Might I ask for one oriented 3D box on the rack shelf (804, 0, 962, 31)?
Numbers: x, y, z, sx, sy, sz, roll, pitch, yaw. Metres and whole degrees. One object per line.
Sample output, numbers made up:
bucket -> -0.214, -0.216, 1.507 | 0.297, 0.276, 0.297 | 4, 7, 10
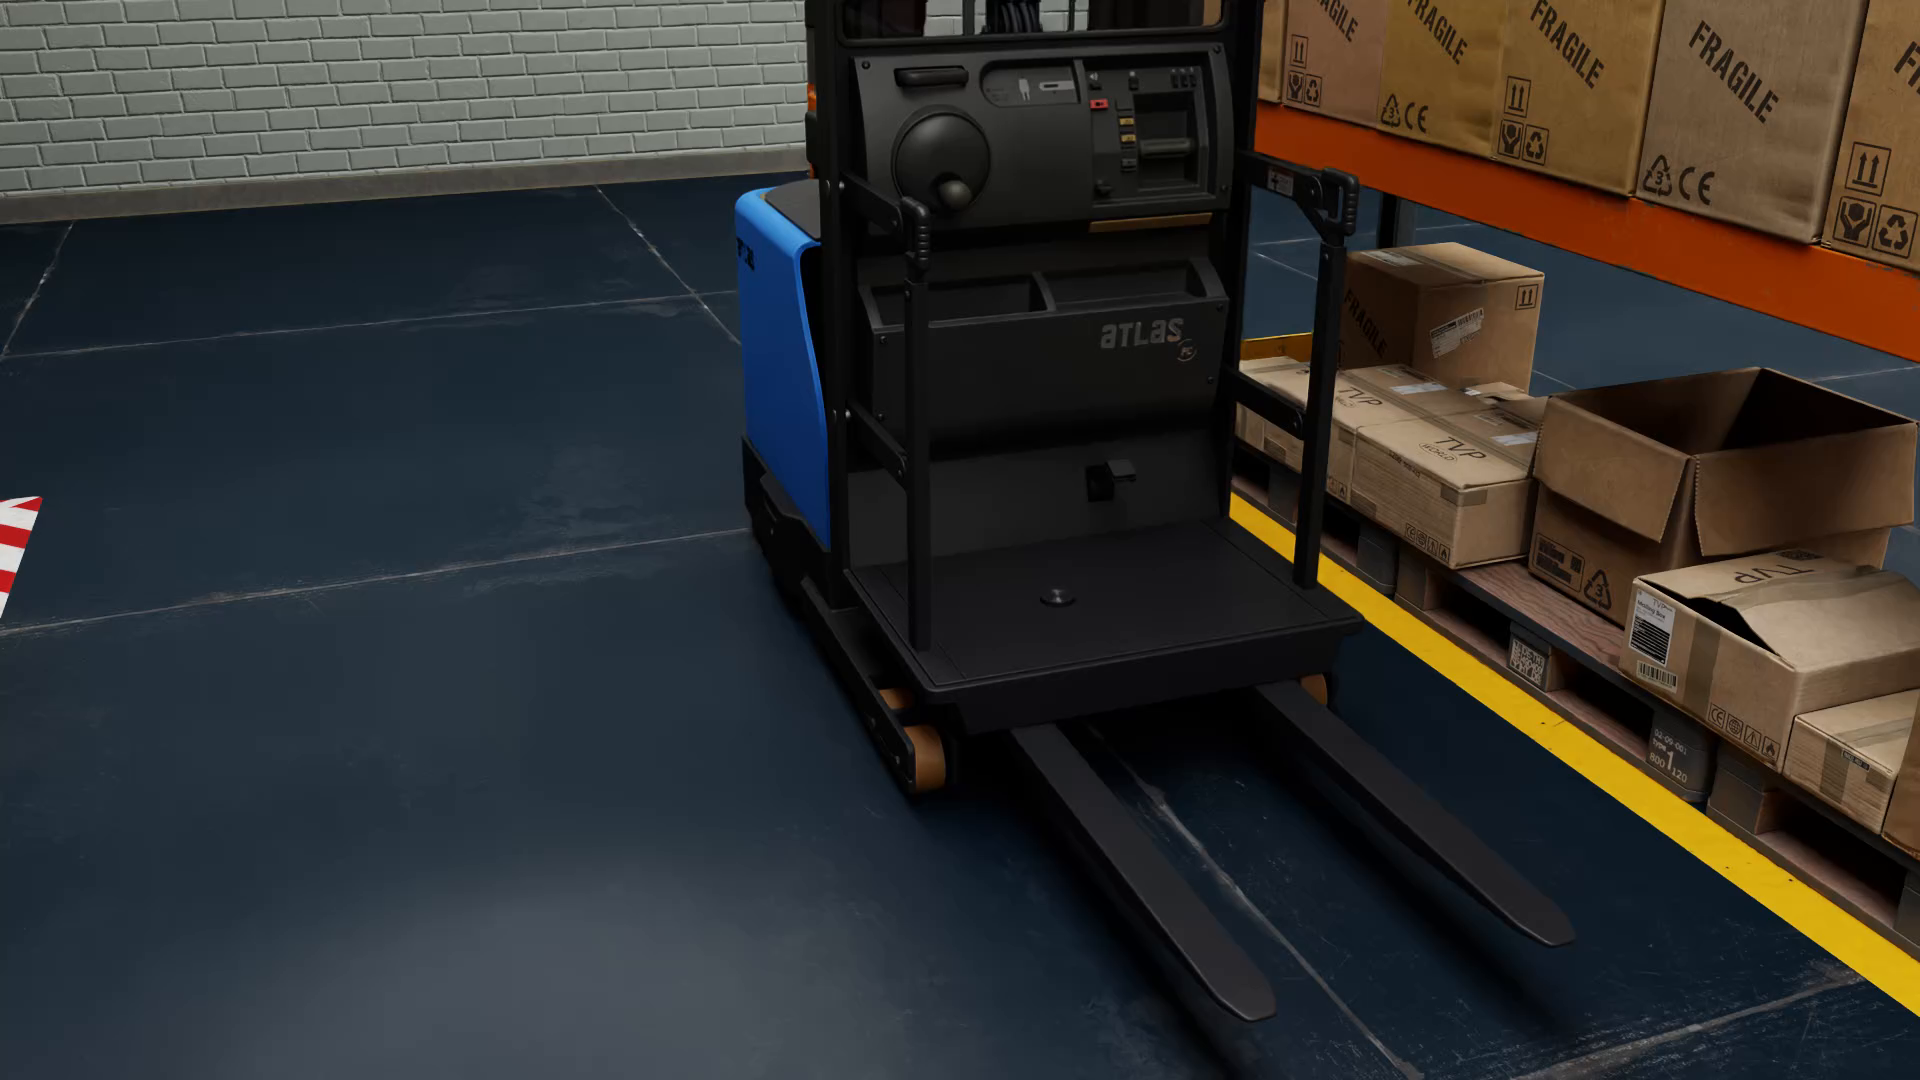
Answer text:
rack shelf -> -0.230, -1.850, 5.168 | 0.431, 0.518, 0.480 | -8, 24, -18

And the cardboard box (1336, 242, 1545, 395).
cardboard box -> 1.613, -0.707, 5.717 | 0.500, 0.500, 0.500 | -8, 24, -19

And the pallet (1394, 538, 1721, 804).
pallet -> 1.927, 0.225, 4.445 | 1.003, 0.211, 1.213 | -8, 24, -19

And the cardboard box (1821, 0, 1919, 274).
cardboard box -> 2.003, -0.746, 3.030 | 0.500, 0.500, 0.500 | -8, 24, -17

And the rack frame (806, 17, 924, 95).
rack frame -> -0.312, -1.306, 5.646 | 0.400, 2.100, 0.015 | -8, 24, -18

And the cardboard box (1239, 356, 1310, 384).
cardboard box -> 1.017, -0.510, 5.701 | 0.380, 0.149, 0.250 | -8, 24, -19

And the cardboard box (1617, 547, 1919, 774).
cardboard box -> 1.872, 0.229, 3.740 | 0.500, 0.311, 0.500 | -8, 24, -19

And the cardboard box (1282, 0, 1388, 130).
cardboard box -> 1.288, -1.482, 4.775 | 0.500, 0.500, 0.500 | -9, 24, -20

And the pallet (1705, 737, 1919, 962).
pallet -> 2.362, 0.669, 3.392 | 1.003, 0.211, 1.213 | -8, 24, -19

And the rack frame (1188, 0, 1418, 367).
rack frame -> 1.190, -1.820, 5.706 | 1.000, 3.000, 0.127 | -8, 24, -19

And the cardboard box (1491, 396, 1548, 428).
cardboard box -> 1.920, -0.243, 4.937 | 0.500, 0.250, 0.500 | -8, 24, -19

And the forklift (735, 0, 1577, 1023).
forklift -> 0.285, -0.940, 3.706 | 1.130, 2.935, 3.031 | -8, 24, -18

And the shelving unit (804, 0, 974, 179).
shelving unit -> -0.230, -1.217, 5.434 | 0.431, 2.100, 0.503 | -8, 24, -18

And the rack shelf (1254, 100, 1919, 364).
rack shelf -> 1.897, -0.762, 4.122 | 1.077, 0.370, 4.000 | -8, 24, -19

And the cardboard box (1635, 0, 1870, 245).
cardboard box -> 1.820, -0.933, 3.472 | 0.500, 0.500, 0.500 | -8, 24, -18

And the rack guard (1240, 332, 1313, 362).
rack guard -> 1.217, -0.640, 6.126 | 1.175, 0.500, 0.348 | -8, 24, -19

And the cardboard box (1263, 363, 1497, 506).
cardboard box -> 1.294, -0.337, 5.162 | 0.500, 0.250, 0.500 | -8, 24, -19

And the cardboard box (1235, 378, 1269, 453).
cardboard box -> 1.105, -0.427, 5.482 | 0.380, 0.166, 0.250 | -8, 24, -19

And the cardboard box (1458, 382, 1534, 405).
cardboard box -> 1.672, -0.394, 5.404 | 0.380, 0.166, 0.250 | -8, 24, -19

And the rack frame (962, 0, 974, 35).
rack frame -> -0.148, -1.128, 5.222 | 0.400, 2.100, 0.015 | -8, 24, -18

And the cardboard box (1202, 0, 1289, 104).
cardboard box -> 1.100, -1.669, 5.218 | 0.500, 0.500, 0.500 | -8, 24, -18

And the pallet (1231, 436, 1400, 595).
pallet -> 1.500, -0.218, 5.495 | 1.003, 0.211, 1.213 | -8, 24, -19

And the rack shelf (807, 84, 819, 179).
rack shelf -> -0.230, -1.204, 5.439 | 0.431, 0.518, 0.480 | -8, 24, -18

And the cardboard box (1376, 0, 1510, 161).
cardboard box -> 1.462, -1.299, 4.341 | 0.500, 0.500, 0.500 | -8, 24, -19

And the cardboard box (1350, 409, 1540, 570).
cardboard box -> 1.470, -0.156, 4.731 | 0.500, 0.250, 0.500 | -8, 24, -19

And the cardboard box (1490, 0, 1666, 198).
cardboard box -> 1.637, -1.117, 3.910 | 0.500, 0.500, 0.500 | -8, 24, -18

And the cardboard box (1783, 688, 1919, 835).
cardboard box -> 1.948, 0.448, 3.428 | 0.380, 0.149, 0.250 | -8, 24, -19

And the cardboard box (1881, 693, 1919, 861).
cardboard box -> 2.137, 0.414, 3.057 | 0.500, 0.500, 0.500 | -8, 24, -19

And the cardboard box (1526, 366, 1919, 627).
cardboard box -> 1.935, -0.101, 4.275 | 0.797, 0.503, 0.637 | -8, 24, -19
